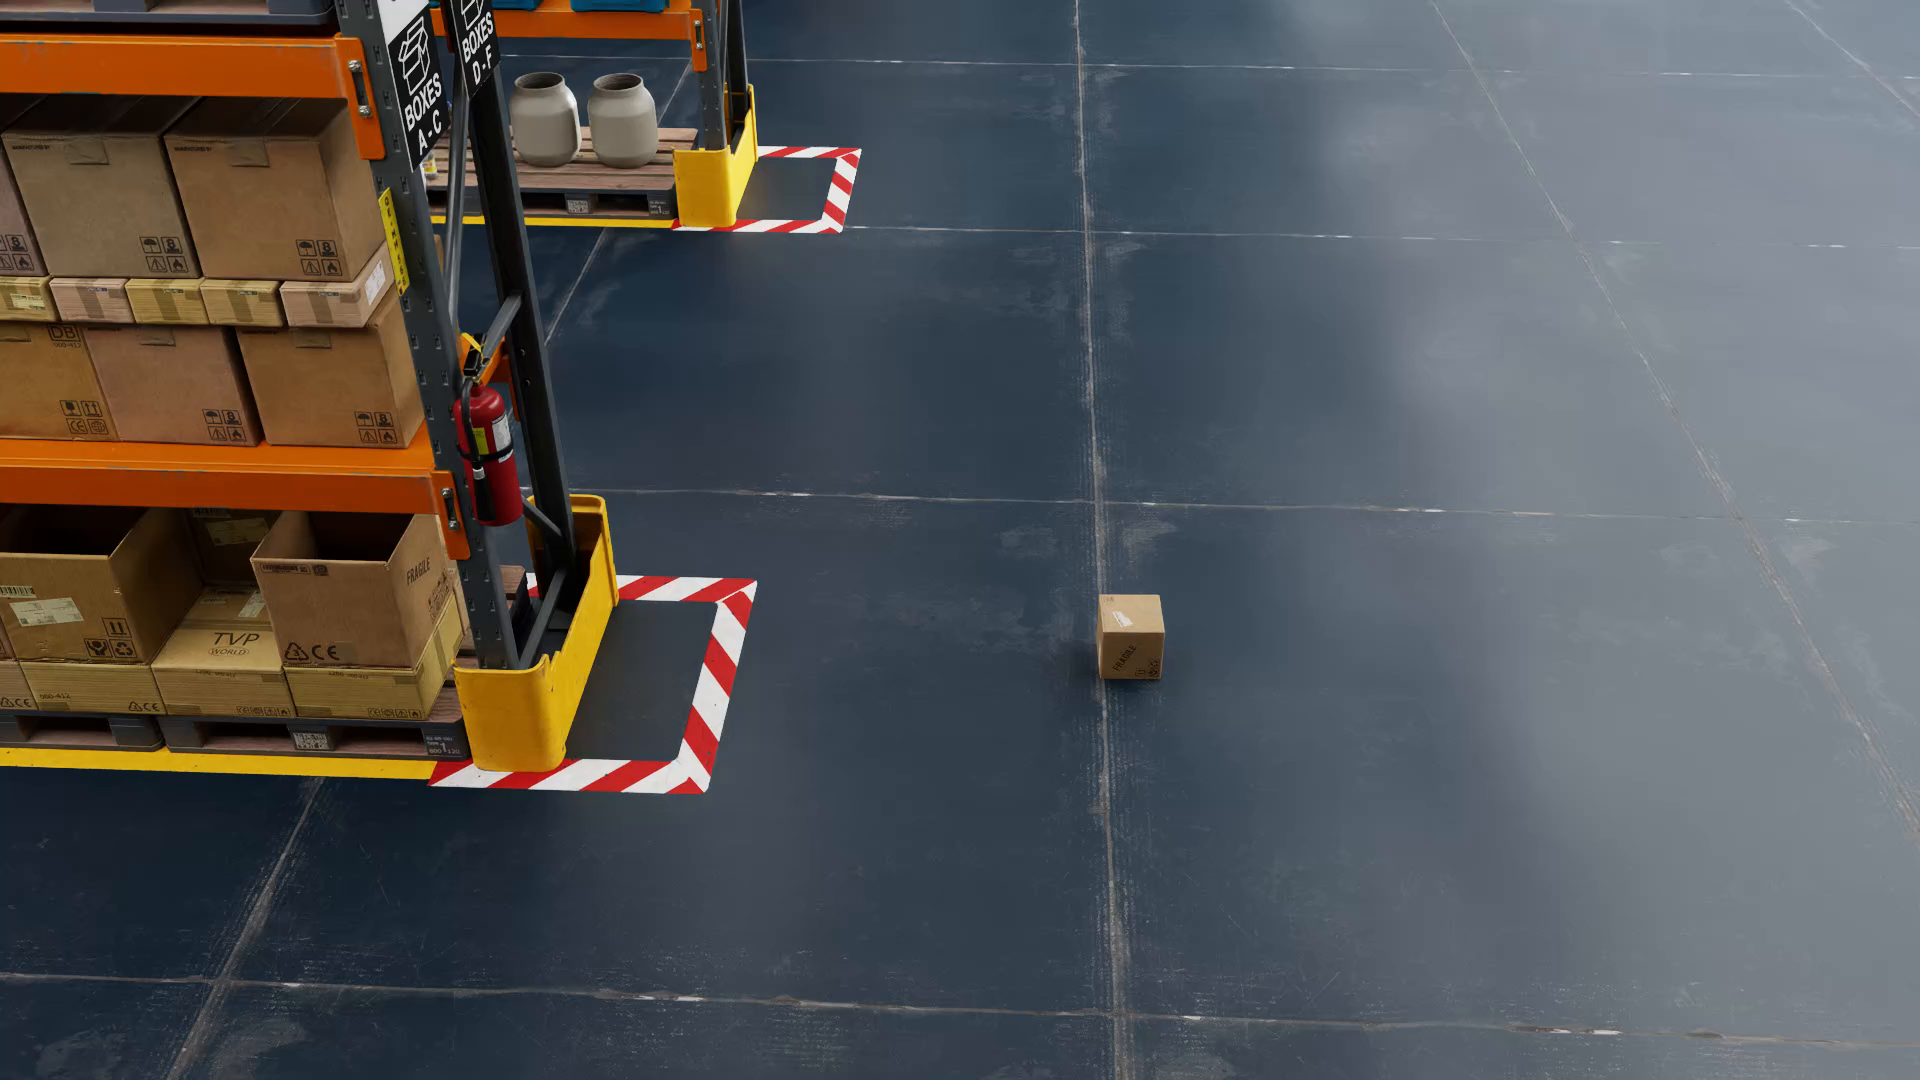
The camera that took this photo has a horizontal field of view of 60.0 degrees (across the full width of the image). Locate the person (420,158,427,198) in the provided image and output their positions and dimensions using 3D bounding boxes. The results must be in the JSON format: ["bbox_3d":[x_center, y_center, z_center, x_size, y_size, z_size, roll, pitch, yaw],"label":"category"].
[{"bbox_3d":[-3.025,-1.822,8.638,0.459,1.766,0.578,23,41,28],"label":"person"}]
